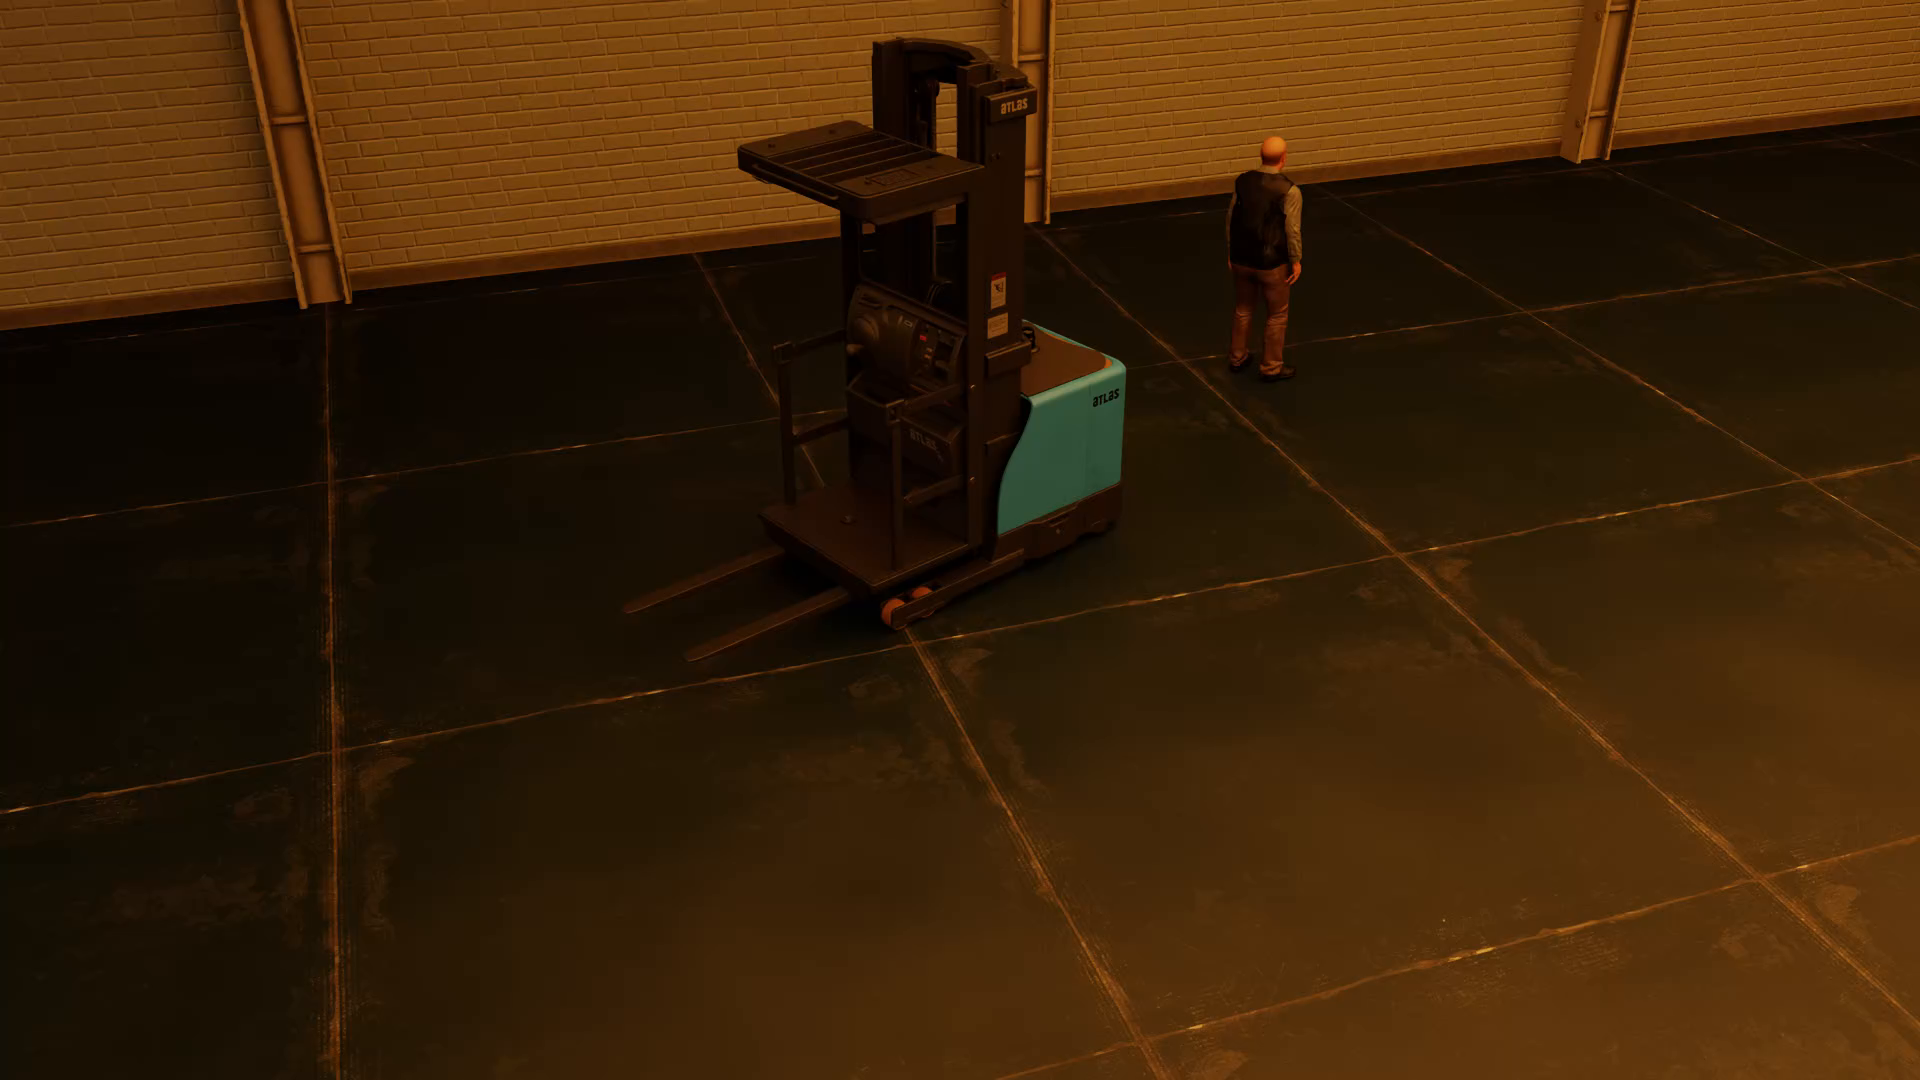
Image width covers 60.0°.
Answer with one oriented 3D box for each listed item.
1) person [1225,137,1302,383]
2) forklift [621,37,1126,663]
[{"bbox_3d":[2.127,-1.974,11.734,0.584,1.719,0.427,22,37,33],"label":"person"},{"bbox_3d":[-0.461,-1.072,8.951,3.031,2.935,1.130,-23,37,-34],"label":"forklift"}]
